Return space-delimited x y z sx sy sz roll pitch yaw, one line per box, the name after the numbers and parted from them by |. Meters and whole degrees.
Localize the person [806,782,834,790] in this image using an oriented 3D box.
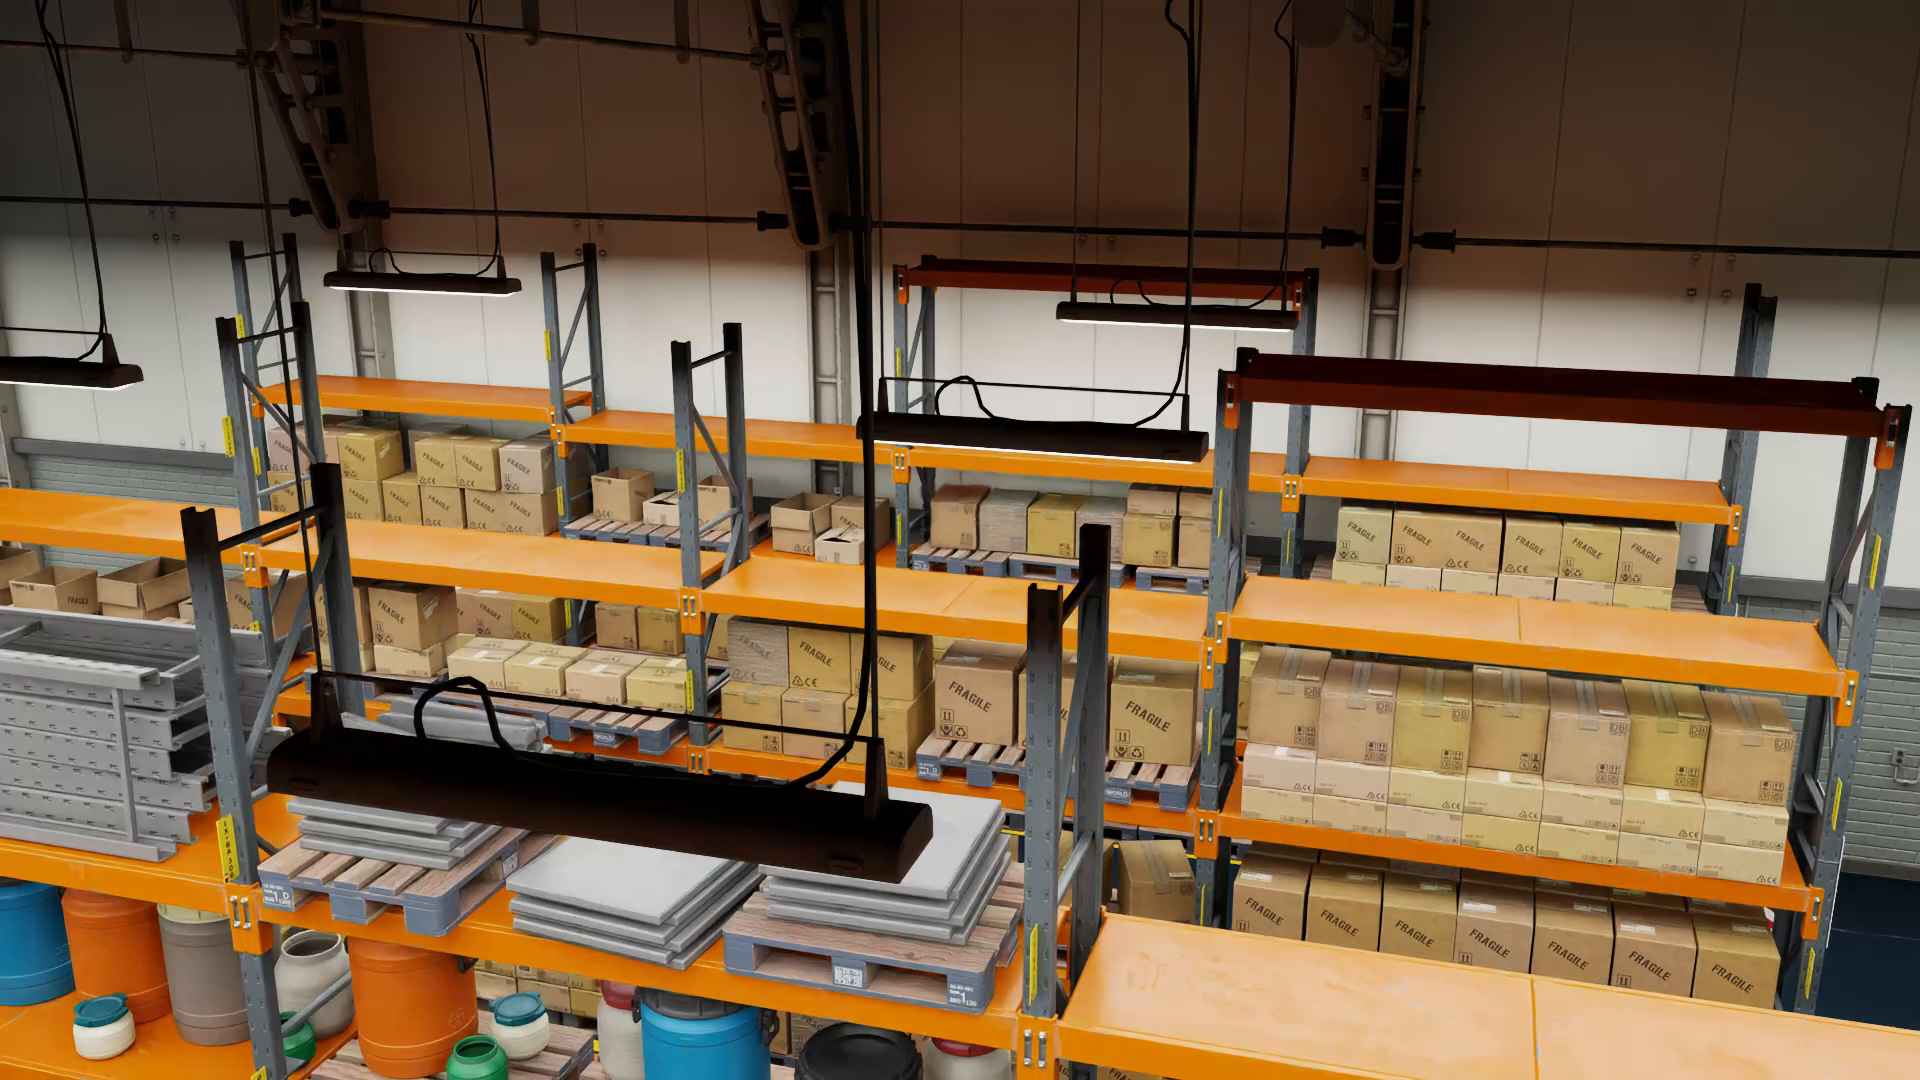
-1.289 2.353 16.751 0.579 1.691 0.585 5 17 17 | person
